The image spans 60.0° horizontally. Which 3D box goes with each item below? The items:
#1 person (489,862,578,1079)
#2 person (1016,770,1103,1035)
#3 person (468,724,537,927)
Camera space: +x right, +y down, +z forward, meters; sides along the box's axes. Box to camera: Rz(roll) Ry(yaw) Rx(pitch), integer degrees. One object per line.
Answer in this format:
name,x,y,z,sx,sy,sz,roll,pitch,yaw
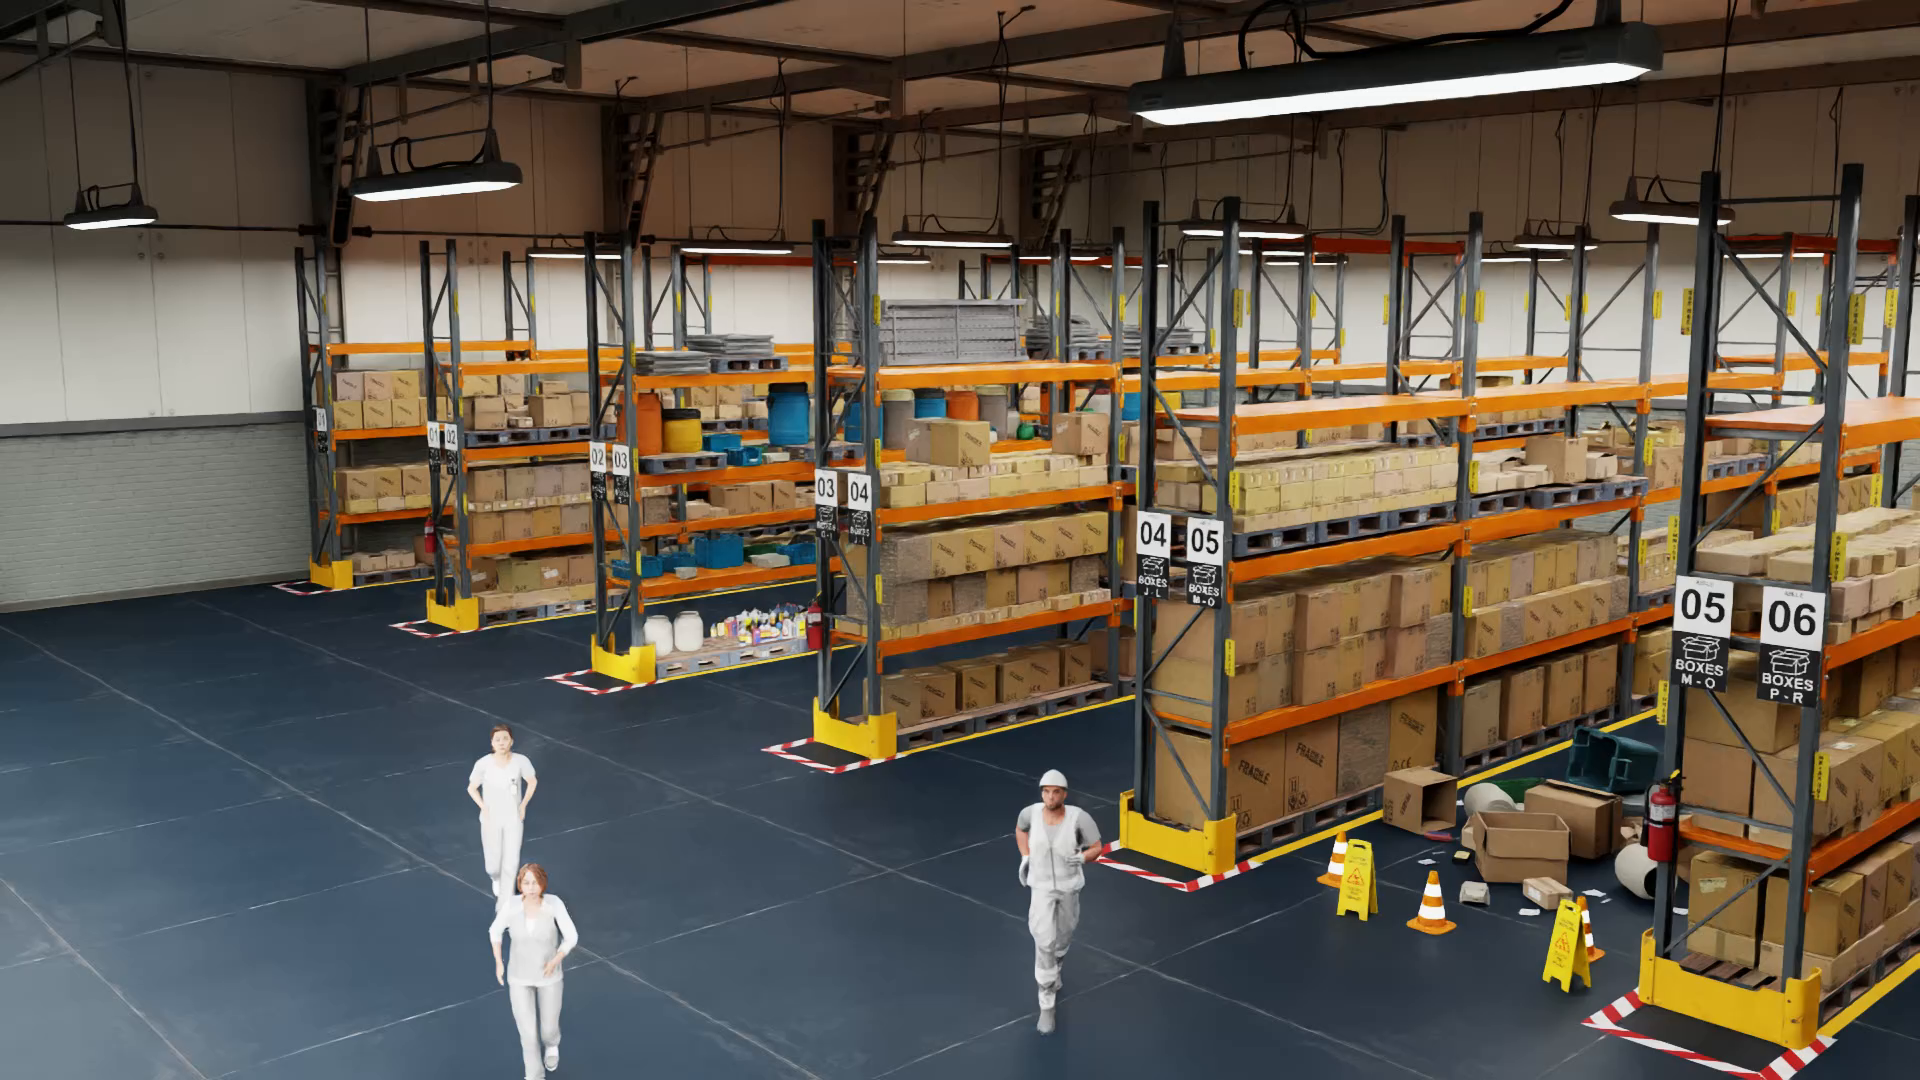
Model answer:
person,-2.741,2.827,10.717,0.558,1.586,0.750,-2,9,-11
person,0.712,2.537,12.007,0.624,1.833,0.866,0,8,2
person,-3.806,2.329,13.885,0.563,1.643,0.752,-3,9,-17
